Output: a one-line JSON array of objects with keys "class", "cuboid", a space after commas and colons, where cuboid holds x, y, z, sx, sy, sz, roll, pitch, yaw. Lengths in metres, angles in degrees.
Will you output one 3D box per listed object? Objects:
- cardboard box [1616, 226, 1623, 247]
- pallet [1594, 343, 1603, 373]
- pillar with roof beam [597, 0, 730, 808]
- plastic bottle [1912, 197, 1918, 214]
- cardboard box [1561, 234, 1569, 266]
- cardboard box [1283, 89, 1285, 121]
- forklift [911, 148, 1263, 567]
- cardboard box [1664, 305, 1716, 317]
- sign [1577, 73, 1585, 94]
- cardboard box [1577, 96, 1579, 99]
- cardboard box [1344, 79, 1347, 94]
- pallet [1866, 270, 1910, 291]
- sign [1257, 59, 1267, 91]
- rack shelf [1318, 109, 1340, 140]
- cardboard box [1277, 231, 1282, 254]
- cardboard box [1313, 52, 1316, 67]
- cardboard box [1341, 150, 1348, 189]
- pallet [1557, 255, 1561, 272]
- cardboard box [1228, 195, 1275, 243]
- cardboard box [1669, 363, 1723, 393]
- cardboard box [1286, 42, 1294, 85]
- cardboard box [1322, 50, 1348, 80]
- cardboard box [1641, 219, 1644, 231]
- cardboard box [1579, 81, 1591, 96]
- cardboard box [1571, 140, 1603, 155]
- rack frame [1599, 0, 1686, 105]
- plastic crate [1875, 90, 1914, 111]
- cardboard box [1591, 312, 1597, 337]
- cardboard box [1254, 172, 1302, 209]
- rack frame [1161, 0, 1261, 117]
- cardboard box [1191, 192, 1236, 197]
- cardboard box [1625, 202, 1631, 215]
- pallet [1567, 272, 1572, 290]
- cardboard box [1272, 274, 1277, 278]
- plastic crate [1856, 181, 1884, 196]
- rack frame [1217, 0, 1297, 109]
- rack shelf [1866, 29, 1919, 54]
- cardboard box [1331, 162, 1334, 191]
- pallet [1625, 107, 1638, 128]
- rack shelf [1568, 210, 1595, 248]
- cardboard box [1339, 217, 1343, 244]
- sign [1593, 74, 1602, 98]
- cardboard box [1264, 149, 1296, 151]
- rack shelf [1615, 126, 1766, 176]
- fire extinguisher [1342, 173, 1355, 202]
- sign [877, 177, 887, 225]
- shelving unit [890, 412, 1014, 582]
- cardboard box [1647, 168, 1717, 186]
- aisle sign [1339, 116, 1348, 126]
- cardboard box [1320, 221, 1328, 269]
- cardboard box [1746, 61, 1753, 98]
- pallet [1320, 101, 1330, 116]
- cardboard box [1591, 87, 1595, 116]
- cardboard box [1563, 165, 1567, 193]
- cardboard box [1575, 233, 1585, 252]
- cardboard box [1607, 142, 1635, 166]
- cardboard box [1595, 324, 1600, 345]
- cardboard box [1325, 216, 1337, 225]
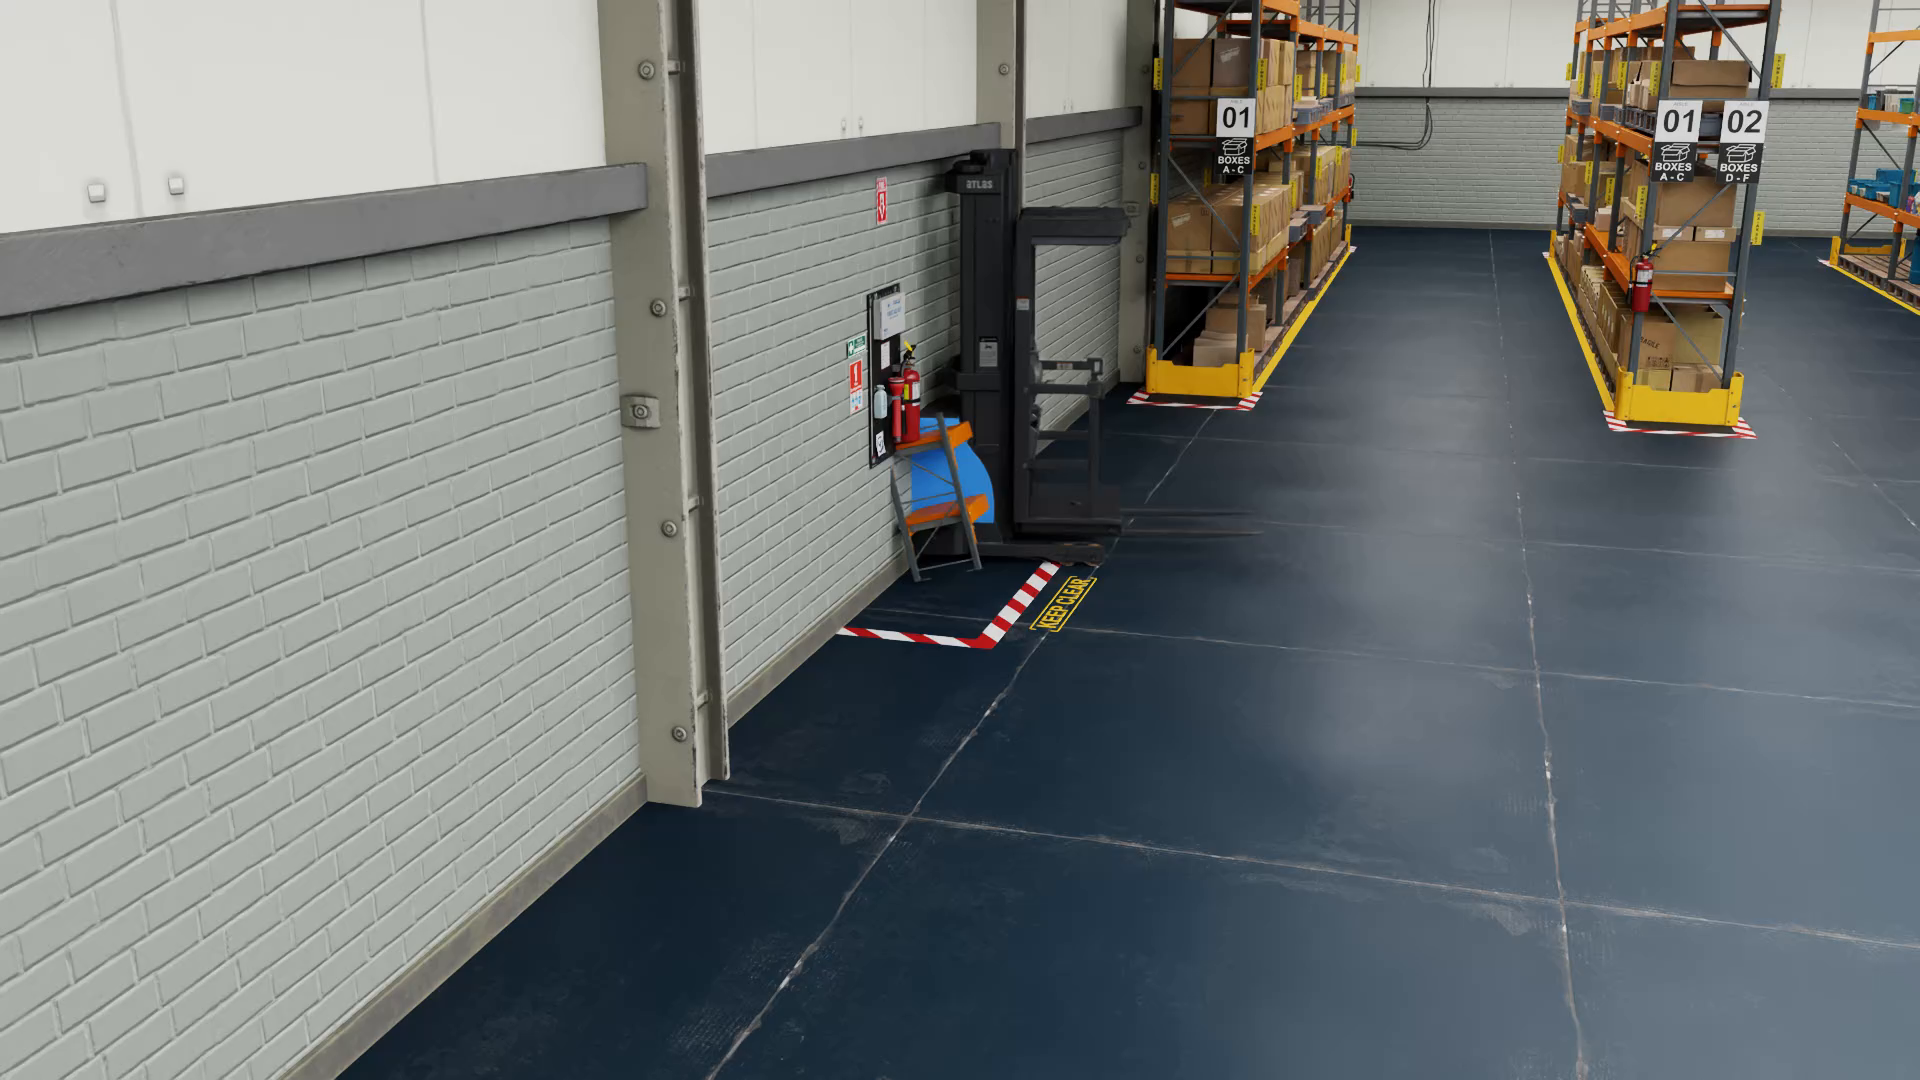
[{"class": "cardboard box", "cuboid": [8.618, -3.922, 21.405, 0.396, 0.266, 0.258, 4, 16, 15]}, {"class": "pallet", "cuboid": [8.278, -2.196, 20.184, 1.003, 0.211, 1.213, 5, 16, 16]}, {"class": "pillar with roof beam", "cuboid": [2.744, -2.742, 6.005, 9.100, 9.000, 0.400, 5, 16, 16]}, {"class": "plastic bottle", "cuboid": [14.972, -5.233, 26.018, 0.097, 0.271, 0.097, 0, 16, 0]}, {"class": "cardboard box", "cuboid": [10.708, -5.015, 28.788, 0.500, 0.500, 0.500, 5, 16, 16]}, {"class": "cardboard box", "cuboid": [3.731, -5.343, 20.454, 0.500, 0.500, 0.500, 3, 16, 11]}, {"class": "forklift", "cuboid": [0.736, -1.366, 12.273, 3.031, 2.935, 1.130, 1, 16, 4]}, {"class": "cardboard box", "cuboid": [8.043, -2.321, 18.412, 0.500, 0.500, 0.500, 5, 16, 16]}, {"class": "sign", "cuboid": [10.295, -7.567, 27.566, 0.100, 0.325, 0.005, 5, 16, 16]}, {"class": "cardboard box", "cuboid": [10.853, -7.484, 28.495, 0.500, 0.250, 0.500, 5, 16, 16]}, {"class": "cardboard box", "cuboid": [6.675, -8.132, 29.827, 0.500, 0.250, 0.500, 4, 16, 15]}, {"class": "pallet", "cuboid": [15.737, -4.304, 27.616, 1.003, 0.211, 1.213, 5, 16, 16]}, {"class": "sign", "cuboid": [3.177, -4.900, 17.510, 0.100, 0.325, 0.005, 5, 16, 16]}, {"class": "rack shelf", "cuboid": [5.499, -6.792, 27.099, 1.077, 0.370, 4.000, 5, 16, 16]}, {"class": "cardboard box", "cuboid": [3.672, -3.653, 20.449, 0.500, 0.250, 0.500, 5, 16, 16]}, {"class": "cardboard box", "cuboid": [5.691, -8.062, 27.894, 0.500, 0.250, 0.500, 6, 17, 20]}, {"class": "cardboard box", "cuboid": [6.872, -7.084, 31.757, 0.980, 0.700, 0.700, 4, 16, 15]}, {"class": "pallet", "cuboid": [11.359, -4.993, 30.047, 1.003, 0.211, 1.213, 5, 16, 16]}, {"class": "cardboard box", "cuboid": [3.384, -3.742, 19.388, 0.500, 0.500, 0.500, 4, 16, 14]}, {"class": "cardboard box", "cuboid": [7.773, -1.698, 17.587, 0.500, 0.250, 0.500, 5, 16, 16]}, {"class": "cardboard box", "cuboid": [3.765, -5.810, 20.267, 0.500, 0.500, 0.500, 6, 17, 19]}, {"class": "cardboard box", "cuboid": [6.539, -8.365, 29.274, 0.500, 0.500, 0.500, 4, 16, 15]}, {"class": "cardboard box", "cuboid": [7.627, -3.440, 18.090, 0.380, 0.149, 0.250, 5, 17, 18]}, {"class": "cardboard box", "cuboid": [10.695, -7.595, 27.970, 0.500, 0.250, 0.500, 5, 16, 16]}, {"class": "cardboard box", "cuboid": [10.856, -6.651, 28.765, 0.500, 0.500, 0.500, 4, 16, 15]}, {"class": "rack frame", "cuboid": [9.681, -7.675, 23.396, 1.000, 3.000, 0.127, 5, 16, 16]}, {"class": "plastic crate", "cuboid": [16.005, -7.531, 28.501, 0.504, 0.338, 0.767, 5, 16, 16]}, {"class": "cardboard box", "cuboid": [8.384, -2.752, 21.305, 0.500, 0.250, 0.500, 4, 16, 15]}, {"class": "cardboard box", "cuboid": [4.674, -5.159, 24.533, 0.700, 0.500, 0.500, 3, 16, 11]}, {"class": "rack frame", "cuboid": [2.657, -5.965, 17.368, 1.000, 3.000, 0.127, 5, 16, 16]}, {"class": "cardboard box", "cuboid": [3.025, -3.915, 19.999, 0.500, 0.500, 0.500, 5, 17, 17]}, {"class": "cardboard box", "cuboid": [8.211, -3.981, 19.997, 0.380, 0.149, 0.250, 5, 17, 17]}, {"class": "pallet", "cuboid": [10.623, -4.278, 27.524, 1.003, 0.211, 1.213, 5, 16, 16]}, {"class": "cardboard box", "cuboid": [4.086, -3.467, 23.331, 0.700, 0.500, 0.500, 4, 16, 15]}, {"class": "plastic crate", "cuboid": [16.130, -6.233, 29.506, 0.416, 0.233, 0.300, 5, 16, 16]}, {"class": "rack frame", "cuboid": [3.794, -7.011, 21.057, 1.000, 3.000, 0.127, 5, 16, 16]}, {"class": "rack shelf", "cuboid": [16.134, -8.321, 27.725, 1.077, 0.370, 4.000, 5, 16, 16]}, {"class": "cardboard box", "cuboid": [6.178, -6.279, 28.704, 0.500, 0.500, 0.500, 4, 16, 15]}, {"class": "pallet", "cuboid": [8.327, -4.917, 19.334, 1.003, 0.211, 1.213, 5, 16, 16]}, {"class": "rack shelf", "cuboid": [10.249, -4.966, 26.158, 1.077, 0.370, 4.000, 5, 16, 16]}, {"class": "cardboard box", "cuboid": [7.101, -6.073, 32.556, 0.700, 0.500, 0.500, 5, 16, 16]}, {"class": "sign", "cuboid": [9.161, -6.523, 23.885, 0.100, 0.325, 0.005, 5, 16, 16]}, {"class": "cardboard box", "cuboid": [5.254, -6.274, 27.314, 0.500, 0.250, 0.500, 4, 16, 15]}, {"class": "rack shelf", "cuboid": [7.976, -4.316, 18.369, 1.077, 0.370, 4.000, 5, 16, 16]}, {"class": "fire extinguisher", "cuboid": [7.689, -7.052, 33.019, 0.296, 0.674, 0.183, 5, 16, 16]}, {"class": "sign", "cuboid": [-0.515, -2.236, 10.969, 0.001, 0.298, 0.199, 5, 16, 16]}, {"class": "shelving unit", "cuboid": [-0.095, -0.400, 12.070, 0.538, 1.125, 1.048, -12, 9, 17]}, {"class": "cardboard box", "cuboid": [7.854, -3.773, 18.073, 0.700, 0.500, 0.500, 5, 16, 16]}, {"class": "aisle sign", "cuboid": [7.512, -8.511, 32.574, 0.394, 0.787, 0.004, 5, 16, 16]}, {"class": "cardboard box", "cuboid": [5.757, -4.973, 28.035, 0.750, 0.750, 0.750, 5, 17, 18]}, {"class": "cardboard box", "cuboid": [8.141, -4.869, 17.793, 0.500, 0.500, 0.500, 5, 16, 16]}, {"class": "pallet", "cuboid": [5.063, -6.696, 25.791, 1.213, 0.211, 1.003, 5, 17, 18]}, {"class": "cardboard box", "cuboid": [10.065, -6.666, 25.153, 0.910, 0.500, 0.500, 5, 16, 16]}, {"class": "cardboard box", "cuboid": [11.289, -6.567, 30.303, 0.500, 0.500, 0.500, 5, 16, 16]}, {"class": "cardboard box", "cuboid": [10.020, -4.704, 26.318, 0.500, 0.250, 0.500, 4, 16, 15]}, {"class": "cardboard box", "cuboid": [11.221, -6.466, 28.112, 0.500, 0.500, 0.500, 5, 17, 17]}, {"class": "cardboard box", "cuboid": [8.122, -2.523, 20.498, 0.500, 0.250, 0.500, 5, 16, 16]}, {"class": "cardboard box", "cuboid": [6.798, -5.929, 30.860, 0.380, 0.149, 0.250, 4, 16, 14]}]
